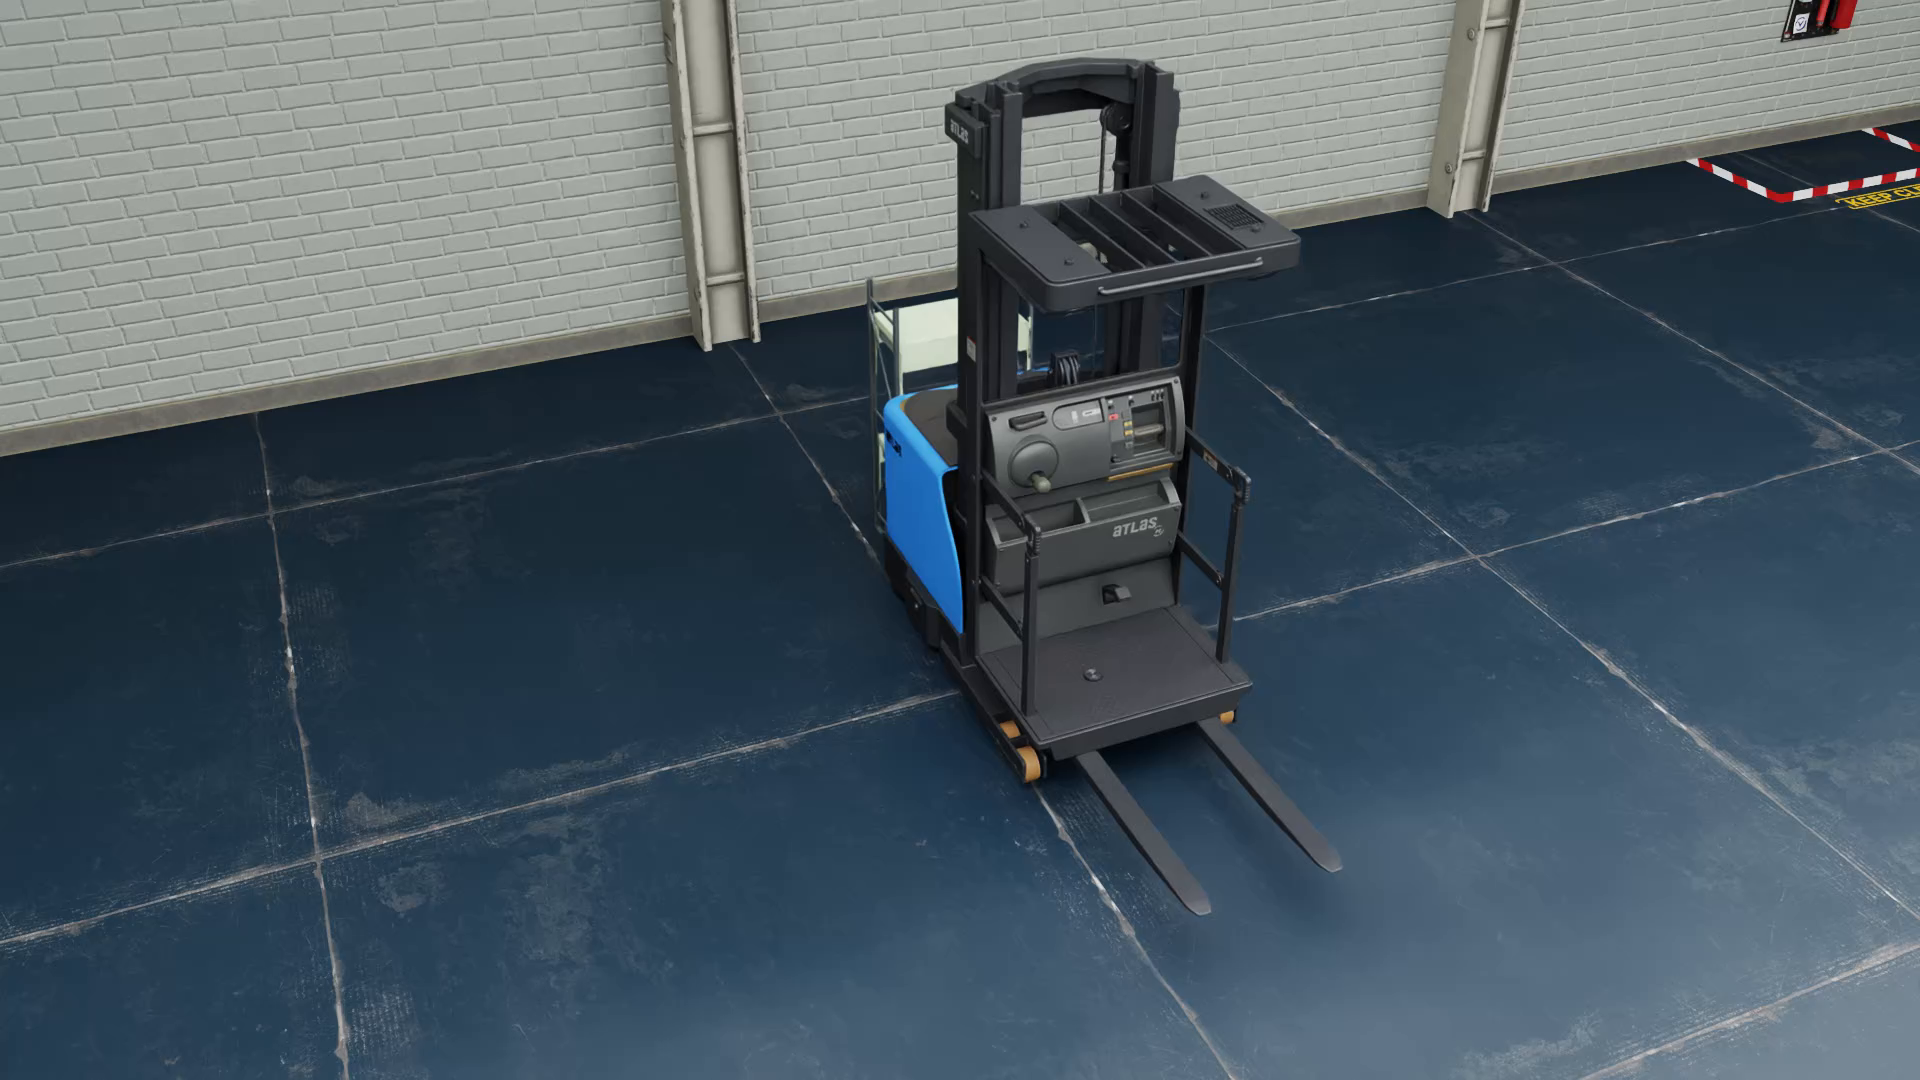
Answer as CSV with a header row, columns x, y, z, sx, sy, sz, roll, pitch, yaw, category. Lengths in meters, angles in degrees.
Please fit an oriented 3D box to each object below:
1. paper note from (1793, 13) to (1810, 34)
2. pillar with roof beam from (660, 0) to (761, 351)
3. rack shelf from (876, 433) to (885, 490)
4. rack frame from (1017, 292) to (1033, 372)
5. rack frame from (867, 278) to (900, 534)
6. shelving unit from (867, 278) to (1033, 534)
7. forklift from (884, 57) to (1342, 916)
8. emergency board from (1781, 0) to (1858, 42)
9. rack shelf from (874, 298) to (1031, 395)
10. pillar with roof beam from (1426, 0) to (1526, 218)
x,y,z,sx,sy,sz,roll,pitch,yaw,category
6.996,-4.294,13.825,0.142,0.148,0.016,-13,35,-19,paper note
0.081,-2.985,5.504,0.400,9.000,9.100,-13,35,-19,pillar with roof beam
-0.051,-0.411,9.022,0.720,0.370,0.431,-13,35,-19,rack shelf
0.285,-0.763,8.965,0.023,1.500,0.400,-13,35,-19,rack frame
-0.388,-0.606,8.724,0.023,1.500,0.400,-13,35,-19,rack frame
-0.051,-0.684,8.844,0.755,1.500,0.431,-13,35,-19,shelving unit
0.647,-0.402,7.099,1.130,2.935,3.031,-13,35,-19,forklift
7.185,-4.666,13.589,0.643,1.169,0.194,-13,35,-19,emergency board
-0.051,-1.011,8.631,0.720,0.370,0.431,-13,35,-19,rack shelf
5.613,-4.252,7.451,0.400,9.000,9.100,-13,35,-19,pillar with roof beam
